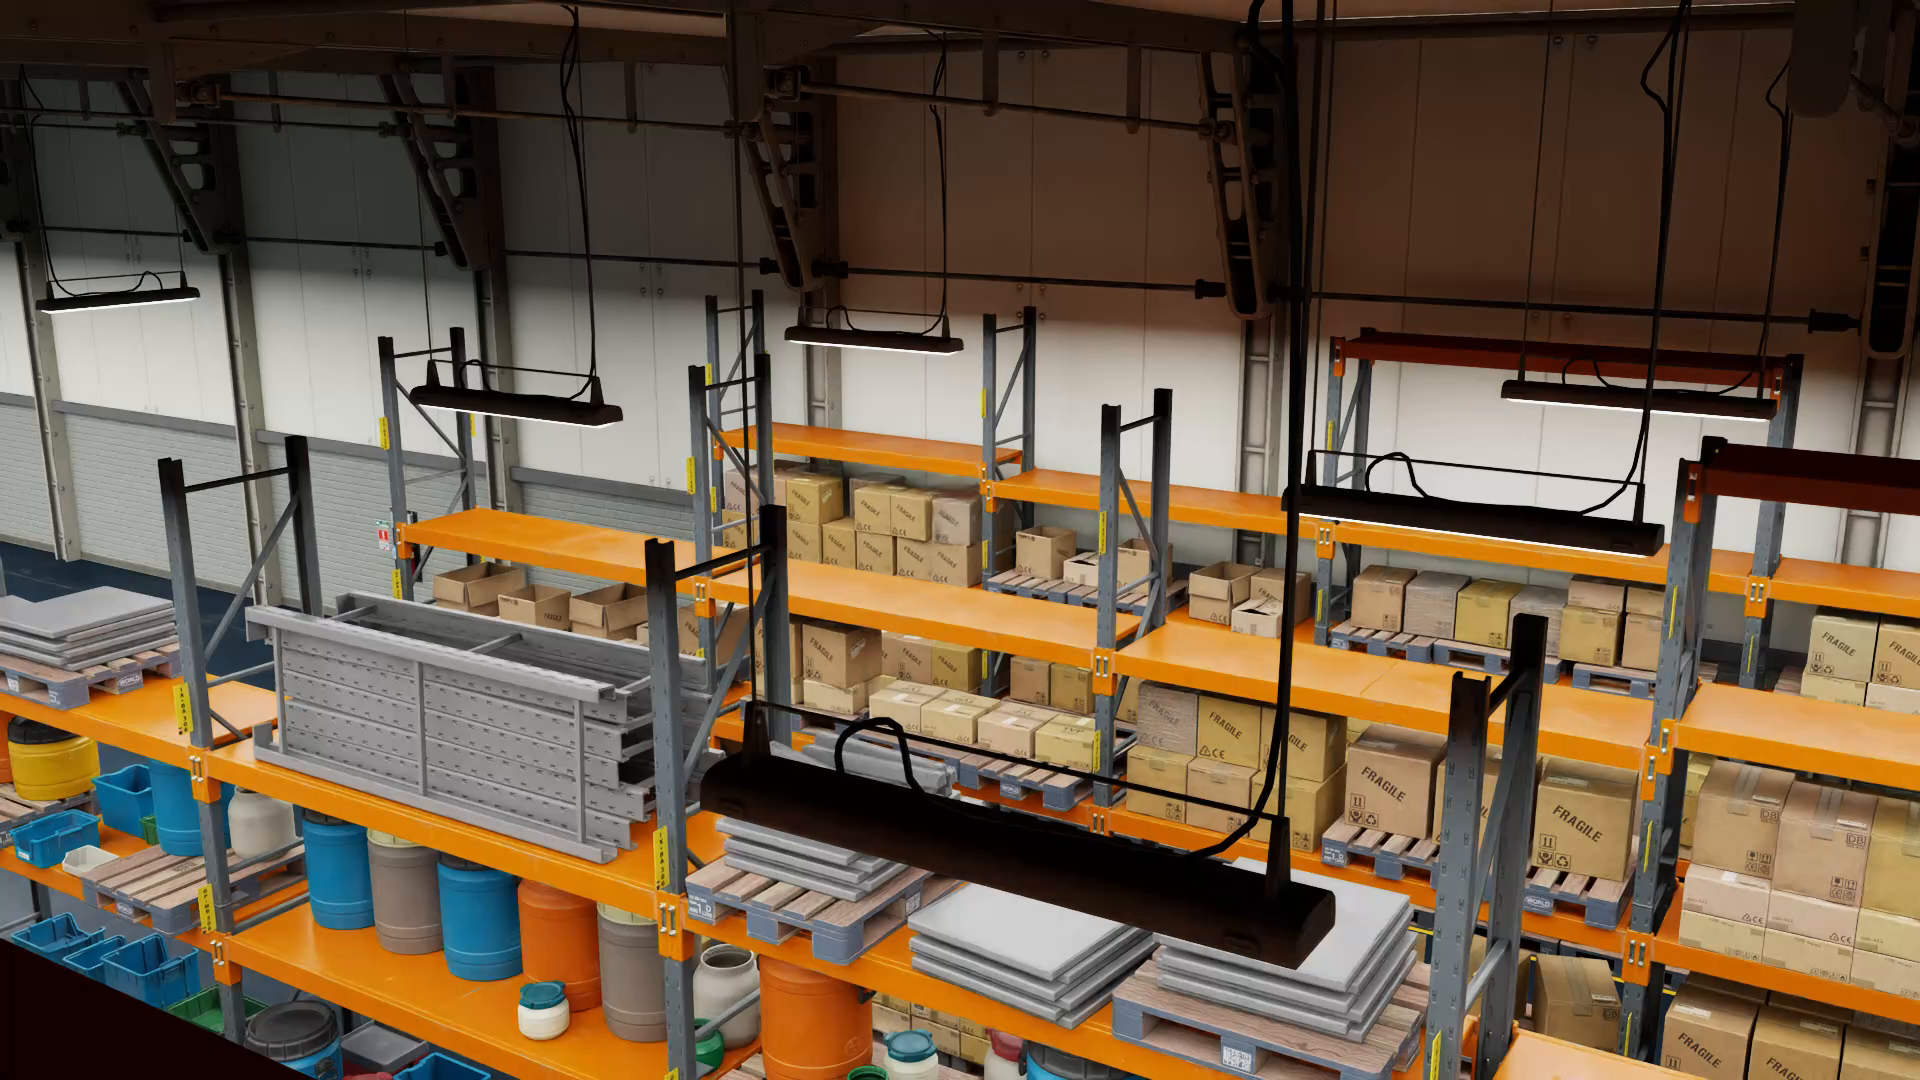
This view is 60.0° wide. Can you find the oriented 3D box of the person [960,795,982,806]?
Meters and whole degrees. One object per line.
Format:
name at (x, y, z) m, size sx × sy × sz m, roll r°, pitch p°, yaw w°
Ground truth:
person at (0.117, 3.140, 17.063) m, size 0.863 × 1.647 × 0.454 m, roll 8°, pitch 16°, yaw 28°
